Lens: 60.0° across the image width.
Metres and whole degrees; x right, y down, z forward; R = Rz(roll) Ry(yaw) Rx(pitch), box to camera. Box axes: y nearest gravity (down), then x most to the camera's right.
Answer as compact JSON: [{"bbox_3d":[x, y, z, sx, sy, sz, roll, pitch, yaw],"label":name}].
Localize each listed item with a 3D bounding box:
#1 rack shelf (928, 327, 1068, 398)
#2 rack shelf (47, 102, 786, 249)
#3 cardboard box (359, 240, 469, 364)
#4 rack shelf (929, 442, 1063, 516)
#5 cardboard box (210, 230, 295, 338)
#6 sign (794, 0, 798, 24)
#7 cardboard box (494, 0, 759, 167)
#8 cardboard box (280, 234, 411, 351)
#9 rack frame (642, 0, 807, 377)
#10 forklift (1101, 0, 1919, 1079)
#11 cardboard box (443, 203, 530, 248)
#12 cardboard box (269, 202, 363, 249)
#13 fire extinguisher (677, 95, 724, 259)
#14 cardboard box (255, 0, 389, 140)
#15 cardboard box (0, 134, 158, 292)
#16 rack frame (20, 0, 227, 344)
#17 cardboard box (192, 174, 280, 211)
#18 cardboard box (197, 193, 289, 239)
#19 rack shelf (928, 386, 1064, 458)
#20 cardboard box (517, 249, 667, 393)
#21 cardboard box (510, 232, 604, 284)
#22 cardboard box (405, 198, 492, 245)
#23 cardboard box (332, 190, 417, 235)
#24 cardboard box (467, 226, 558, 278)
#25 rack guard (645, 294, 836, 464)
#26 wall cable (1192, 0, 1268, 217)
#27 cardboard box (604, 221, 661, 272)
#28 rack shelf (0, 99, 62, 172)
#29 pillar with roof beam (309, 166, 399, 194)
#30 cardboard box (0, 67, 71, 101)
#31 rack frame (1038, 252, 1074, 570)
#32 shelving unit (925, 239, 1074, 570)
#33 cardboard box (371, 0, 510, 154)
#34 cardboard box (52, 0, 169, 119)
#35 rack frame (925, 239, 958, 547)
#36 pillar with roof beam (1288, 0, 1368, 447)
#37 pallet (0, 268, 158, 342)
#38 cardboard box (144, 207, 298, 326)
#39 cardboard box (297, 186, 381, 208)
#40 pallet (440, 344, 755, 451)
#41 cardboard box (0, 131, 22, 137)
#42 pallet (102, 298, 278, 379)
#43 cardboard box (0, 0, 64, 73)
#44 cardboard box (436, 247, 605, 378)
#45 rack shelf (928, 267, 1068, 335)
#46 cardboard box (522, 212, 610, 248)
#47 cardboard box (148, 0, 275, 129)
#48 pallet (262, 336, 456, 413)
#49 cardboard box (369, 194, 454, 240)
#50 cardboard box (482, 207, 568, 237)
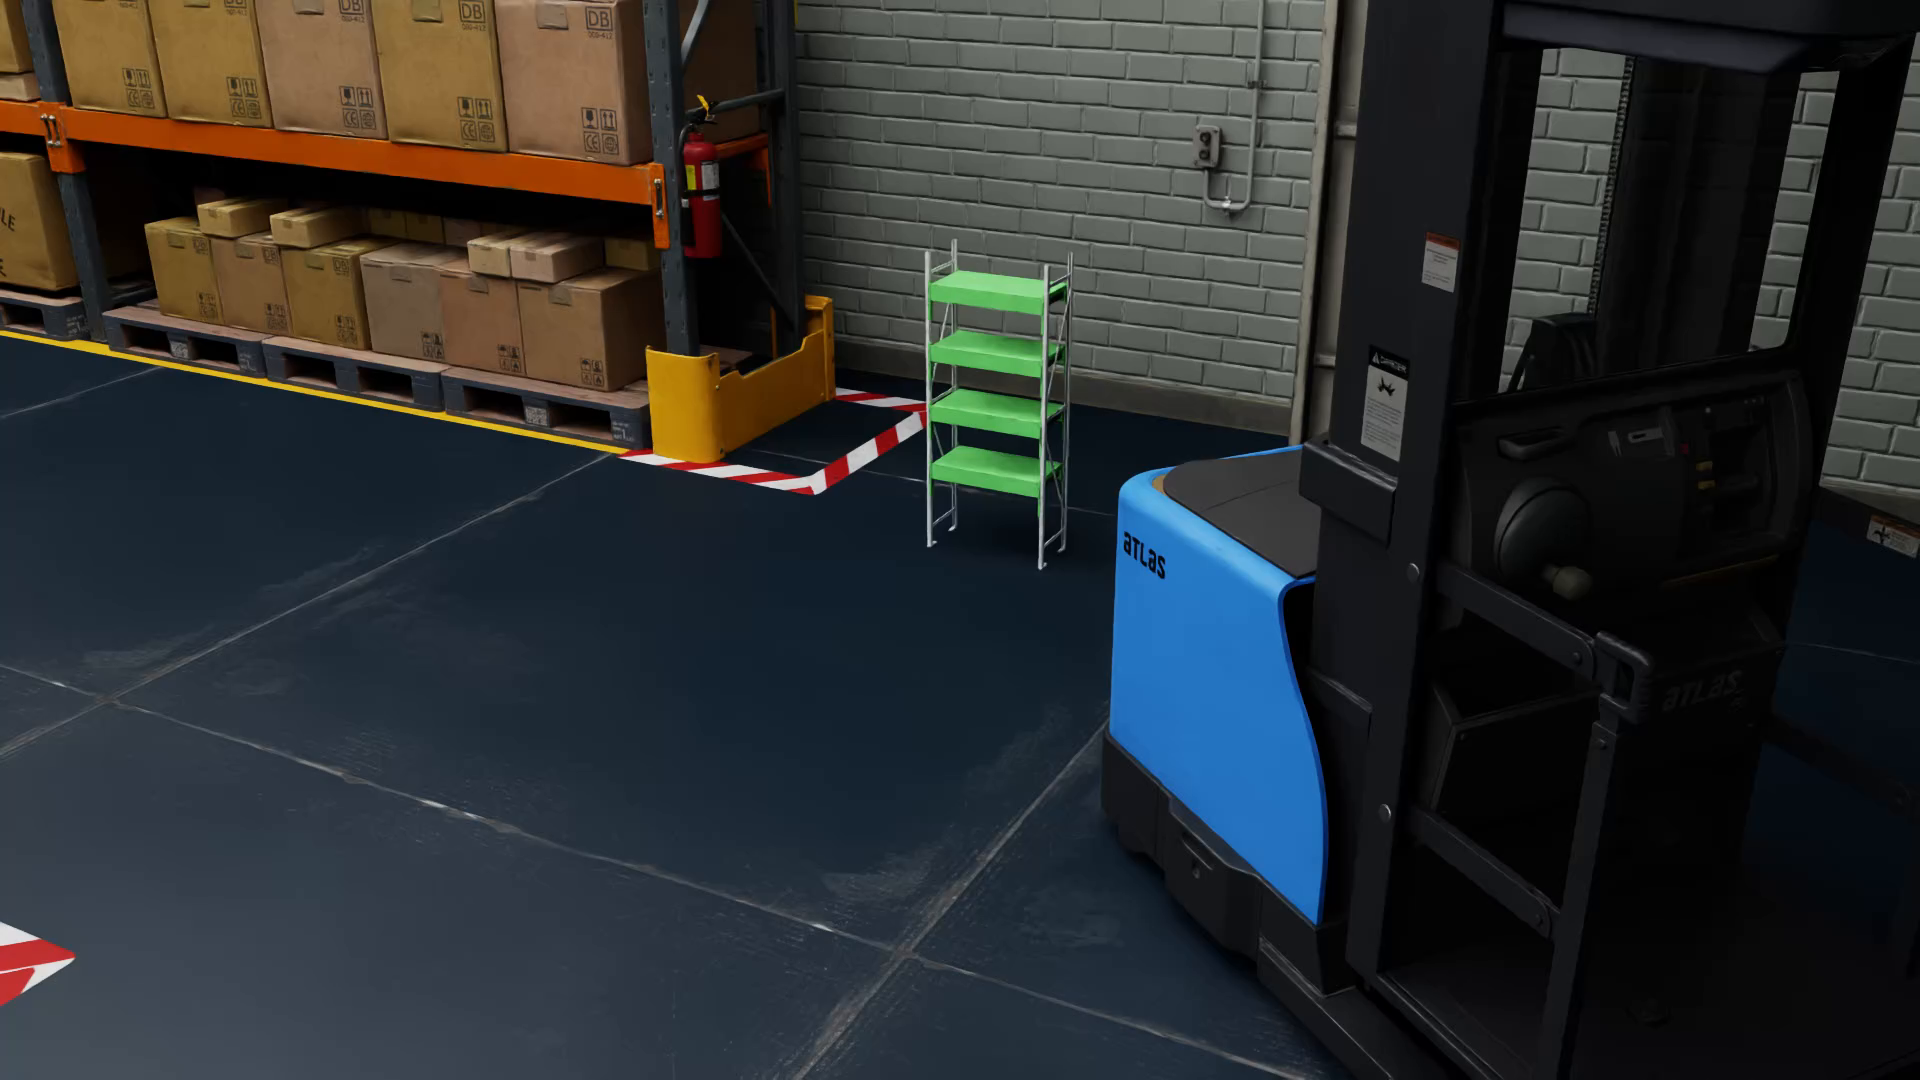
[{"bbox_3d":[0.148,-0.685,6.378,0.480,0.148,0.258,11,25,25],"label":"rack shelf"},{"bbox_3d":[-2.834,-1.979,8.489,4.000,0.370,1.077,11,25,25],"label":"rack shelf"},{"bbox_3d":[-2.614,-1.265,8.550,0.500,0.500,0.700,10,25,23],"label":"cardboard box"},{"bbox_3d":[0.148,-0.243,6.565,0.480,0.148,0.258,11,25,25],"label":"rack shelf"},{"bbox_3d":[-3.551,-1.448,8.980,0.500,0.500,0.700,11,25,24],"label":"cardboard box"},{"bbox_3d":[-0.793,-2.584,7.787,0.005,0.325,0.100,11,25,25],"label":"sign"},{"bbox_3d":[-1.509,-2.181,7.663,0.700,0.700,0.980,12,26,27],"label":"cardboard box"},{"bbox_3d":[-3.094,-1.357,8.765,0.500,0.500,0.700,12,26,26],"label":"cardboard box"},{"bbox_3d":[-1.049,-1.957,7.518,0.127,3.000,1.000,11,25,25],"label":"rack frame"},{"bbox_3d":[1.479,-0.091,3.219,1.130,2.935,3.031,-10,25,-23],"label":"forklift"},{"bbox_3d":[-2.420,-1.613,8.538,0.250,0.149,0.380,12,26,25],"label":"cardboard box"},{"bbox_3d":[-3.308,-1.620,8.556,0.250,0.149,0.380,10,25,23],"label":"cardboard box"},{"bbox_3d":[-1.122,-1.562,7.165,0.183,0.674,0.296,11,25,25],"label":"fire extinguisher"},{"bbox_3d":[-2.839,-2.444,8.280,0.700,0.700,0.980,10,25,22],"label":"cardboard box"},{"bbox_3d":[-5.257,-1.936,9.681,0.750,0.750,0.750,12,26,25],"label":"cardboard box"},{"bbox_3d":[-4.619,-2.663,9.179,0.127,3.000,1.000,11,25,25],"label":"rack frame"},{"bbox_3d":[-4.037,-1.932,9.288,0.250,0.149,0.380,11,25,24],"label":"cardboard box"},{"bbox_3d":[-3.774,-1.712,8.772,0.250,0.149,0.380,12,26,26],"label":"cardboard box"},{"bbox_3d":[0.148,-0.464,6.471,0.480,0.148,0.258,11,25,25],"label":"rack shelf"},{"bbox_3d":[-1.719,-1.088,8.134,0.500,0.500,0.700,11,25,25],"label":"cardboard box"},{"bbox_3d":[-1.916,-1.346,7.910,0.250,0.149,0.380,11,25,24],"label":"cardboard box"},{"bbox_3d":[-2.649,-1.658,8.644,0.250,0.149,0.380,11,26,25],"label":"cardboard box"},{"bbox_3d":[-3.106,-1.748,8.856,0.250,0.149,0.380,11,26,25],"label":"cardboard box"},{"bbox_3d":[-2.144,-1.391,8.016,0.250,0.149,0.380,12,26,26],"label":"cardboard box"},{"bbox_3d":[-1.027,-0.802,7.997,0.348,0.500,1.175,11,25,25],"label":"rack guard"},{"bbox_3d":[0.521,-2.528,7.565,1.851,1.984,0.084,11,25,25],"label":"wall cable"},{"bbox_3d":[-1.517,-1.435,8.119,0.250,0.149,0.380,11,26,25],"label":"cardboard box"},{"bbox_3d":[-6.403,-2.685,10.150,4.000,0.370,1.077,11,25,25],"label":"rack shelf"},{"bbox_3d":[-5.546,-4.099,4.889,0.400,9.000,9.100,11,25,25],"label":"pillar with roof beam"},{"bbox_3d":[-5.048,-2.517,9.132,0.250,0.149,0.380,11,26,25],"label":"cardboard box"},{"bbox_3d":[0.365,-0.480,6.345,0.015,1.200,0.240,11,25,25],"label":"rack frame"},{"bbox_3d":[0.148,-0.523,6.446,0.503,1.200,0.258,11,25,25],"label":"shelving unit"},{"bbox_3d":[-2.163,-2.306,7.956,0.700,0.700,0.980,11,25,24],"label":"cardboard box"},{"bbox_3d":[-4.142,-2.700,8.882,0.700,0.700,0.980,12,26,25],"label":"cardboard box"},{"bbox_3d":[-0.070,-0.566,6.548,0.015,1.200,0.240,11,25,25],"label":"rack frame"},{"bbox_3d":[-0.191,-3.039,2.398,0.400,9.000,9.100,11,25,25],"label":"pillar with roof beam"},{"bbox_3d":[-5.341,-1.490,9.983,1.213,0.211,1.003,11,25,25],"label":"pallet"},{"bbox_3d":[-3.997,-1.538,9.191,0.500,0.500,0.700,12,26,25],"label":"cardboard box"},{"bbox_3d":[-3.331,-1.793,8.962,0.250,0.149,0.380,10,25,23],"label":"cardboard box"},{"bbox_3d":[-1.798,-0.787,8.332,1.213,0.211,1.003,11,25,25],"label":"pallet"},{"bbox_3d":[-6.052,-2.092,10.047,0.750,0.750,0.750,12,26,26],"label":"cardboard box"},{"bbox_3d":[-3.975,-1.218,9.345,1.213,0.211,1.003,11,25,25],"label":"pallet"},{"bbox_3d":[-5.144,-2.849,9.082,0.500,0.500,0.500,11,25,24],"label":"cardboard box"},{"bbox_3d":[-2.165,-1.177,8.341,0.500,0.500,0.700,11,25,24],"label":"cardboard box"},{"bbox_3d":[0.148,-0.906,6.284,0.480,0.148,0.258,11,25,25],"label":"rack shelf"},{"bbox_3d":[-1.969,-1.524,8.329,0.250,0.149,0.380,11,26,25],"label":"cardboard box"},{"bbox_3d":[-3.493,-2.569,8.574,0.700,0.700,0.980,11,25,23],"label":"cardboard box"},{"bbox_3d":[-2.882,-1.003,8.839,1.213,0.211,1.003,11,25,25],"label":"pallet"},{"bbox_3d":[-2.875,-1.703,8.750,0.250,0.149,0.380,11,25,24],"label":"cardboard box"},{"bbox_3d":[-2.192,-1.568,8.433,0.250,0.149,0.380,11,26,25],"label":"cardboard box"}]
